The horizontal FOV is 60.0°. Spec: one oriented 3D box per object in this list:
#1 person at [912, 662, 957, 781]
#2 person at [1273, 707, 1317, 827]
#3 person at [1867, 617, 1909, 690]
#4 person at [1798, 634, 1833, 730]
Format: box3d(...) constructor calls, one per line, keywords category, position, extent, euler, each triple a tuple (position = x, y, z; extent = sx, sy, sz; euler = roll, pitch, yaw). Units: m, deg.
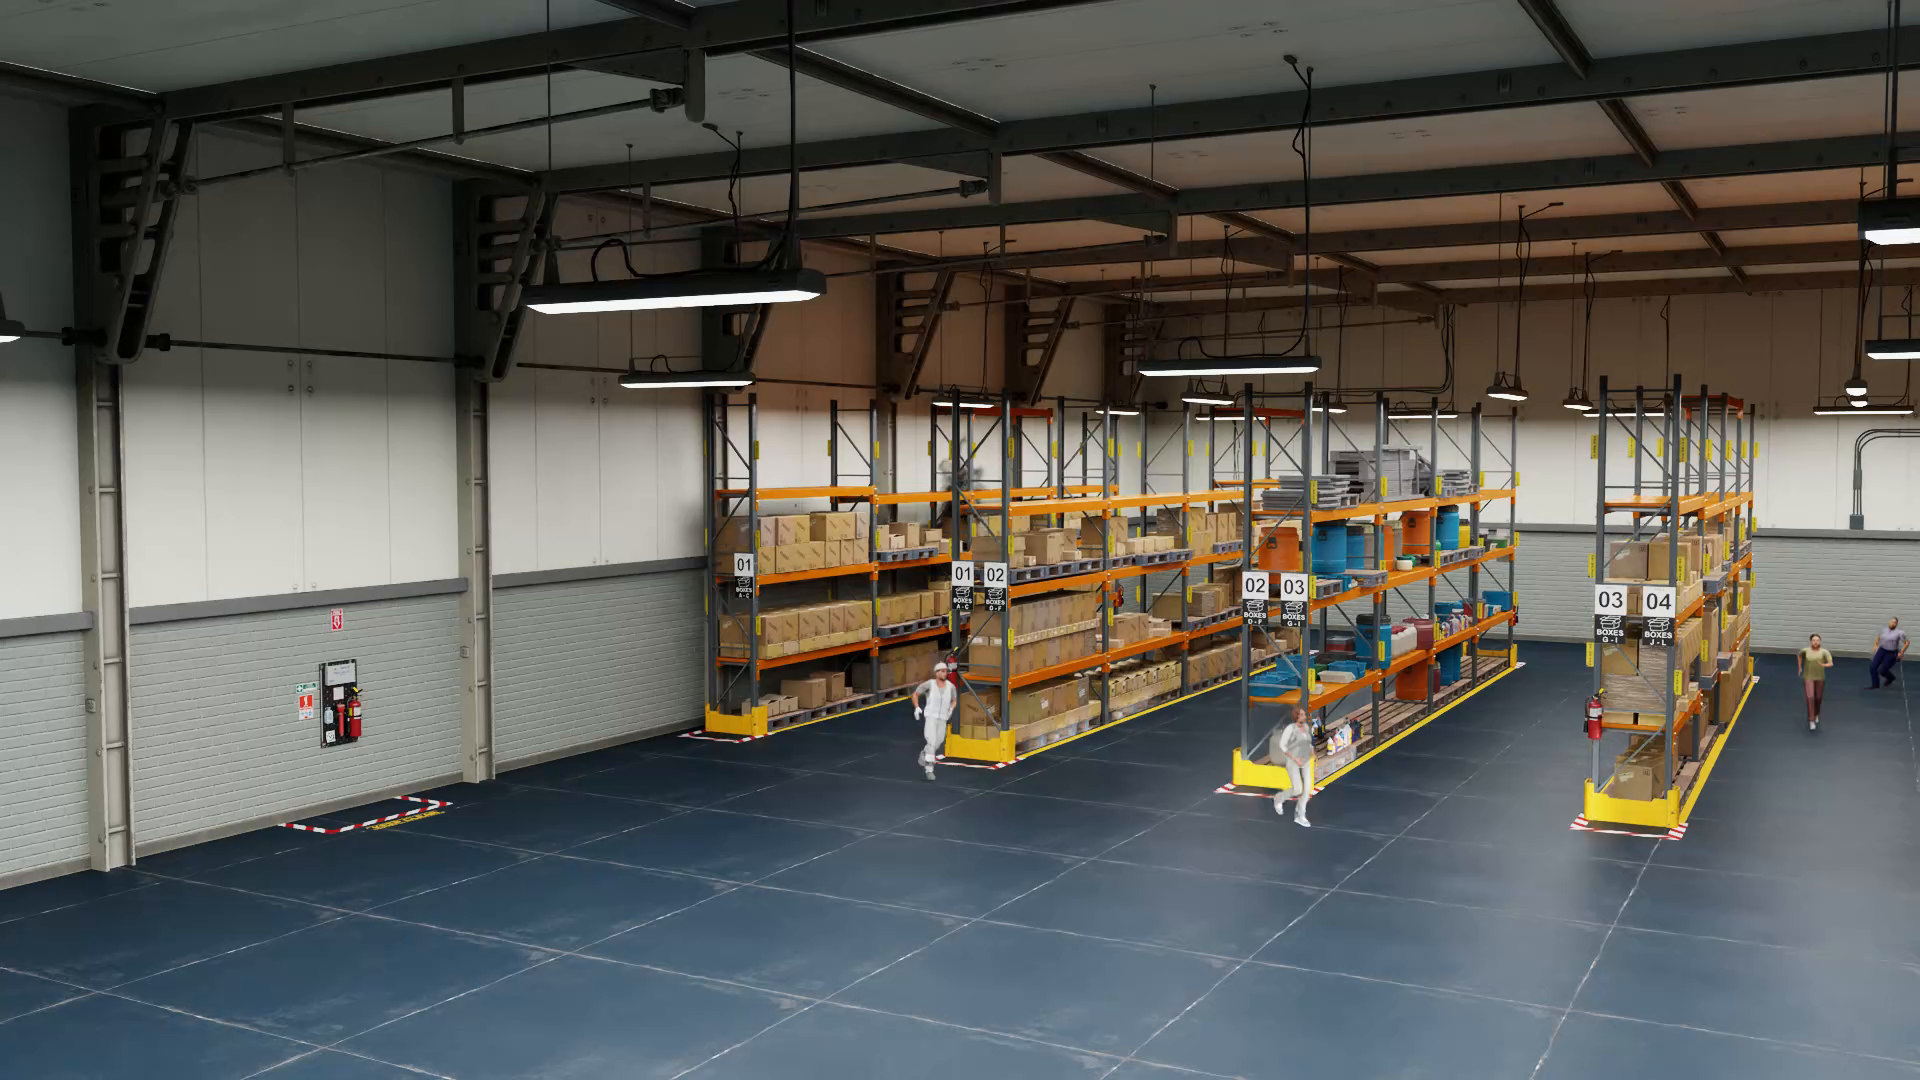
box3d(category="person", position=(-0.373, 2.756, 25.559), extent=(0.718, 1.741, 0.869), euler=(-1, 3, -21))
box3d(category="person", position=(4.506, 3.018, 22.343), extent=(0.563, 1.585, 0.622), euler=(-2, 4, -32))
box3d(category="person", position=(19.334, 2.365, 34.597), extent=(0.514, 1.560, 0.714), euler=(-2, 4, -29))
box3d(category="person", position=(15.399, 2.519, 29.949), extent=(0.564, 1.674, 0.954), euler=(1, 3, 24))
